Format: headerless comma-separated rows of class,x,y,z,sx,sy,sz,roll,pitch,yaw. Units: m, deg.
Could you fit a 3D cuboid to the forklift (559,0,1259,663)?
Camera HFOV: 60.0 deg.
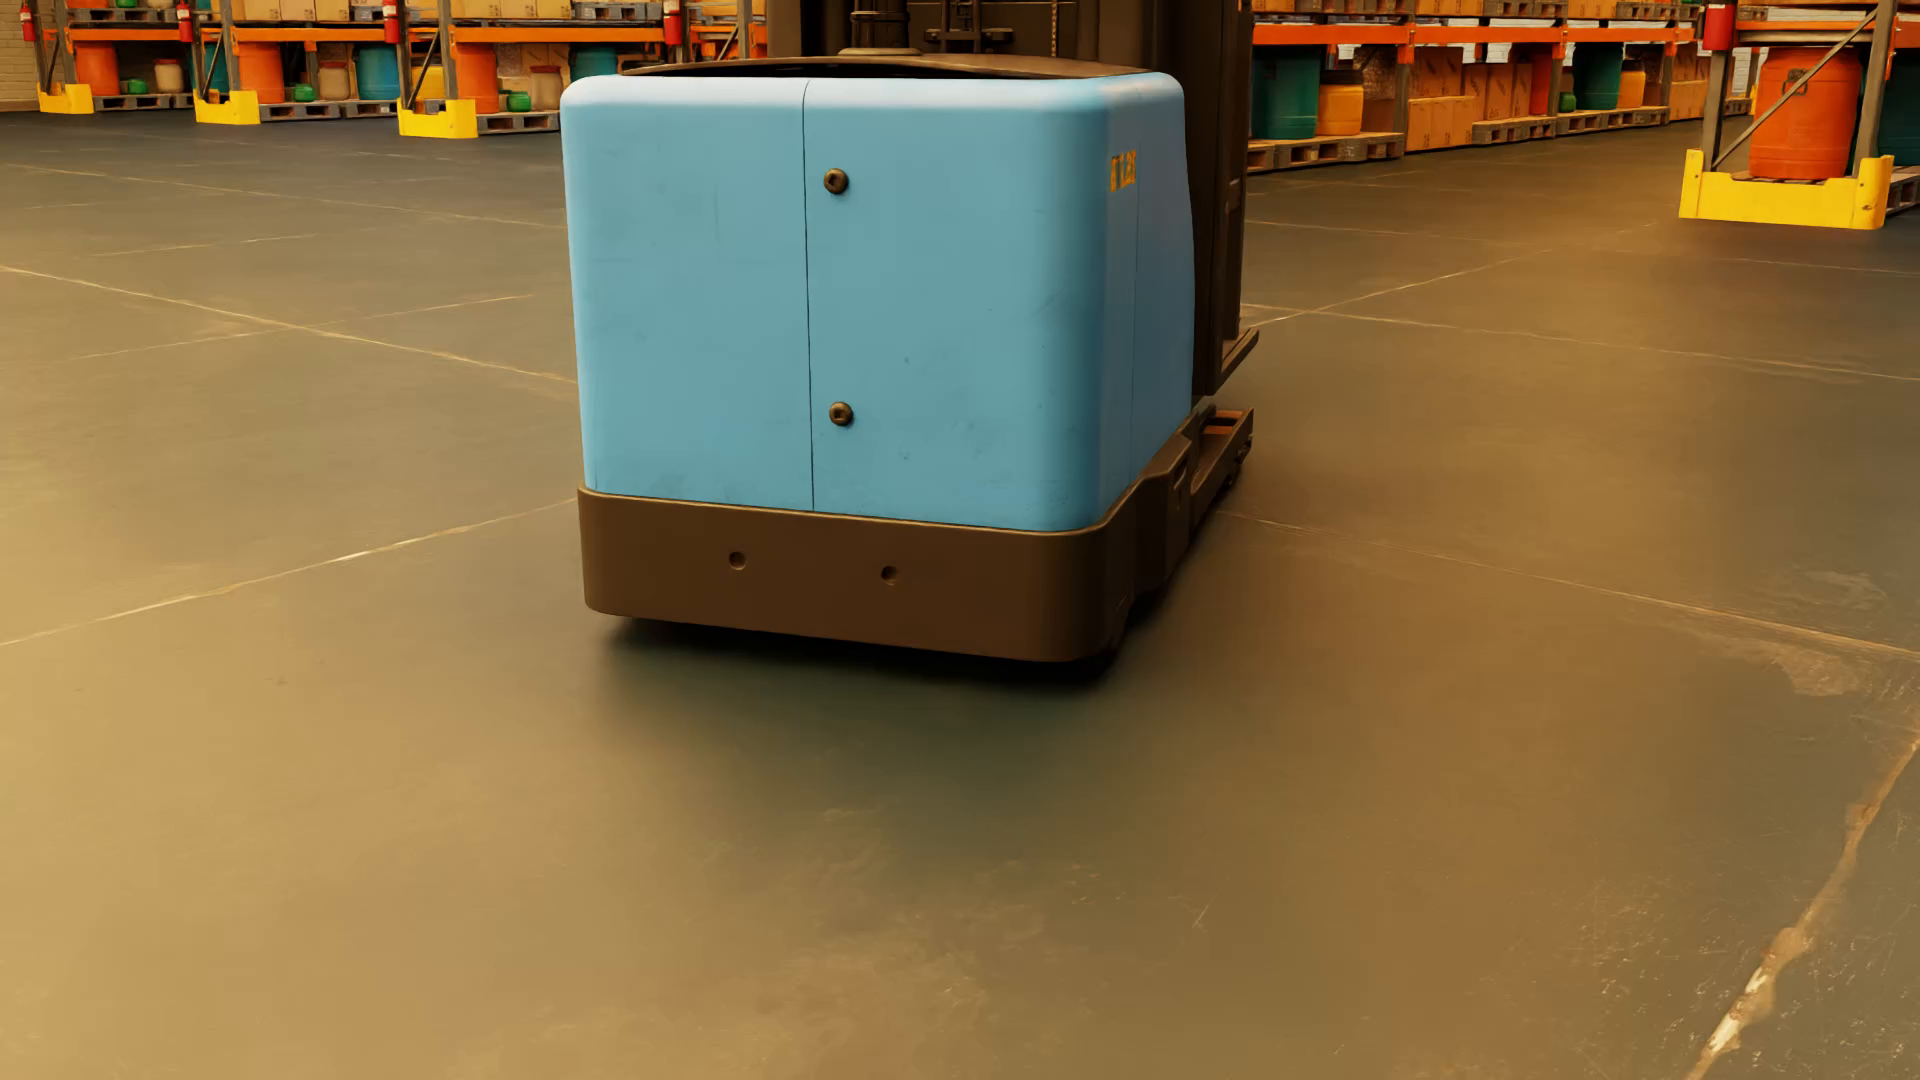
forklift,0.182,-1.571,4.072,1.130,2.935,3.031,5,18,17
